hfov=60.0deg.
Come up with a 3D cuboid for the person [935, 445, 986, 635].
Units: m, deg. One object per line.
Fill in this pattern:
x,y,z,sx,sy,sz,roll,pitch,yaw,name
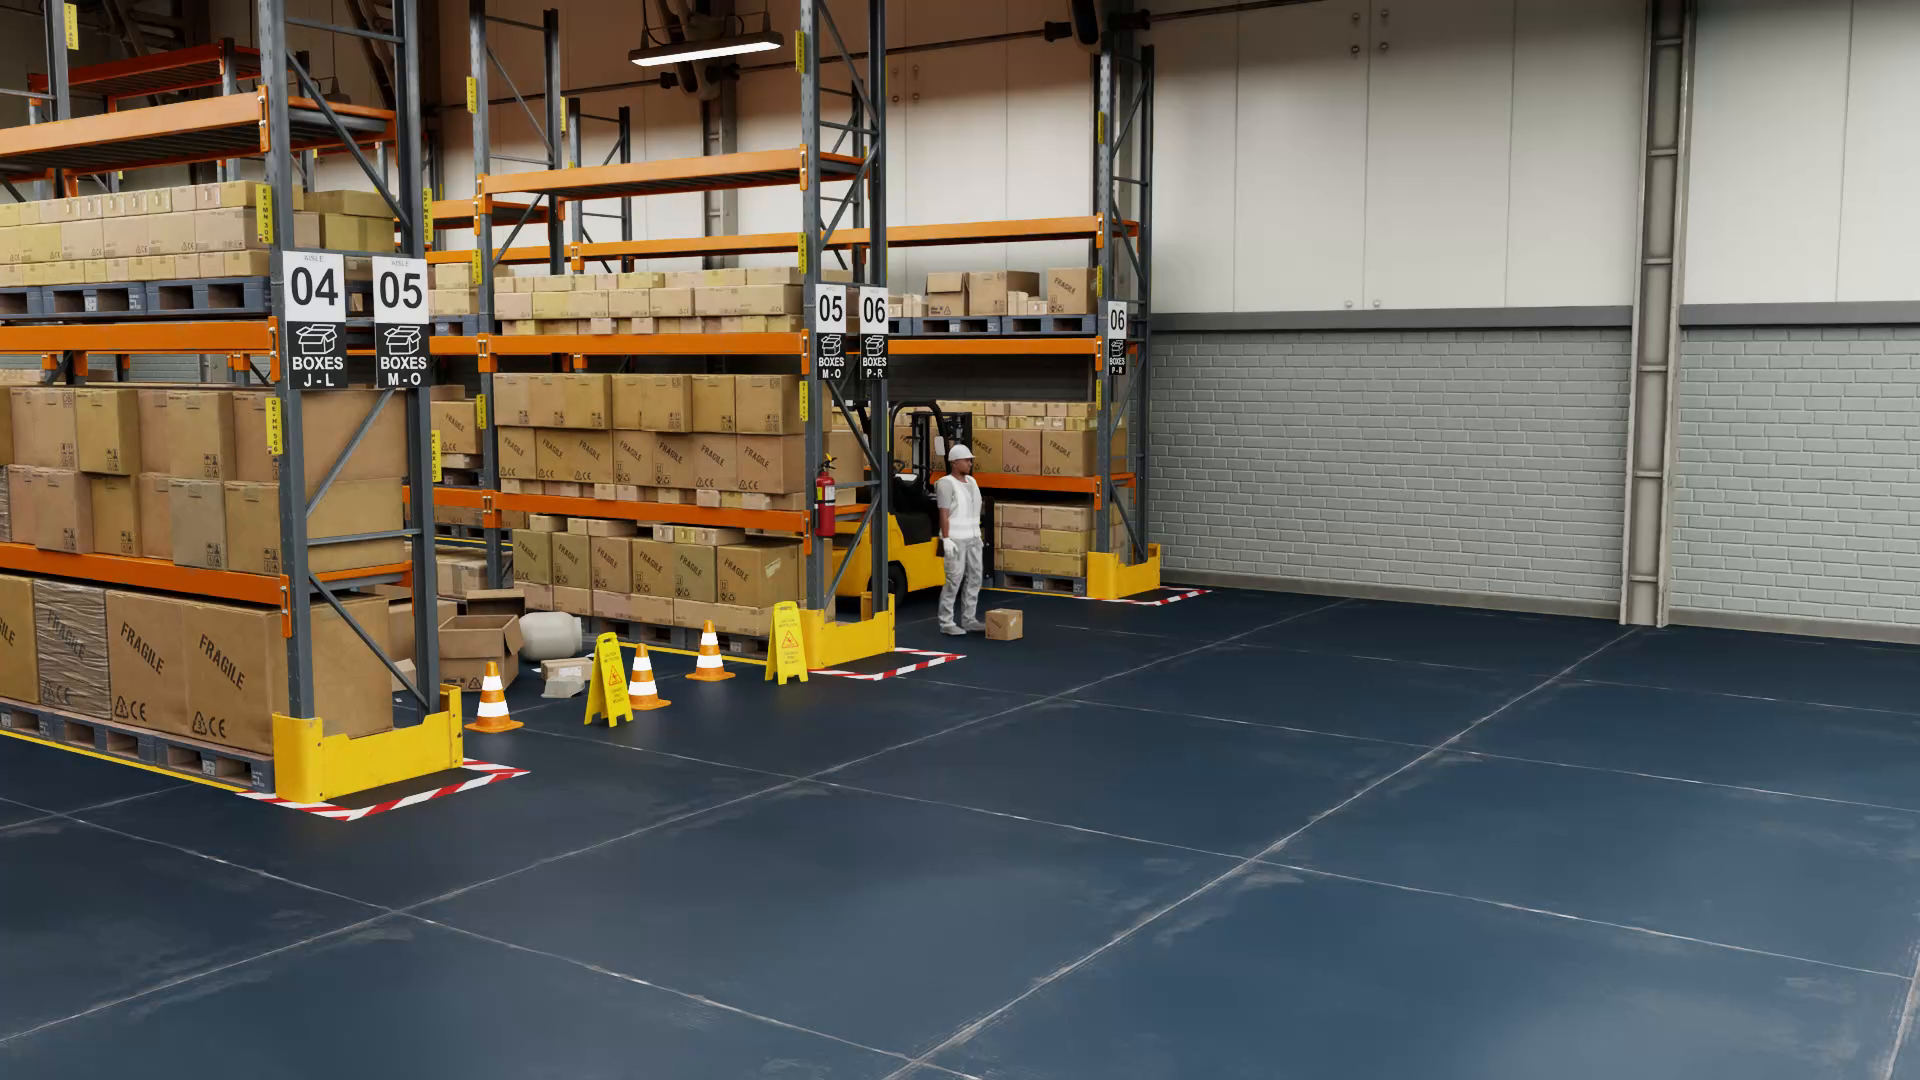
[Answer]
0.040,0.000,15.660,0.419,1.787,0.550,4,8,35,person
